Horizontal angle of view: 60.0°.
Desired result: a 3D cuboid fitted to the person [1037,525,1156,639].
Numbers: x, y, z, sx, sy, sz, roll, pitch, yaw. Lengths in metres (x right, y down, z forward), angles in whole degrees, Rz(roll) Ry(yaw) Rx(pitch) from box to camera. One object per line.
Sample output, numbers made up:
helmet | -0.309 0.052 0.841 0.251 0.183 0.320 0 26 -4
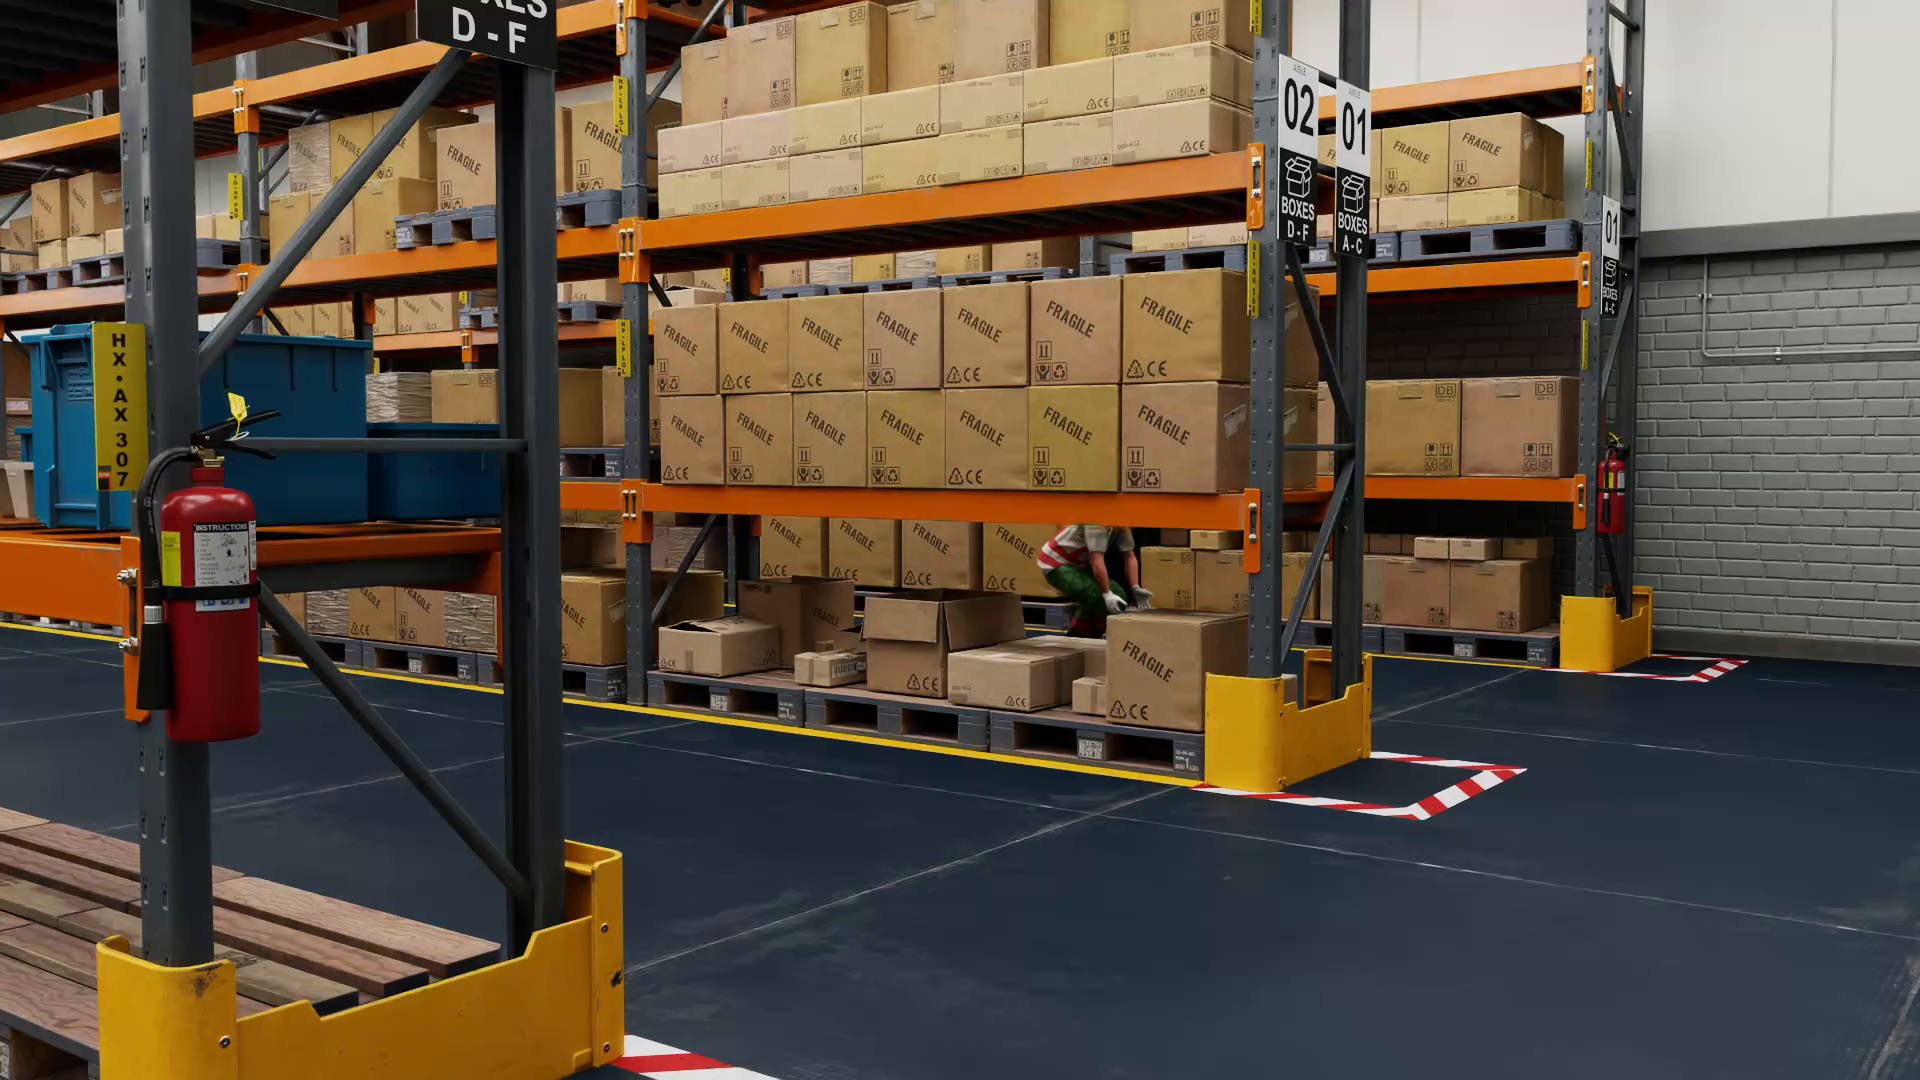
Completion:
person | 0.982 0.241 11.850 0.837 1.230 0.582 2 4 36
